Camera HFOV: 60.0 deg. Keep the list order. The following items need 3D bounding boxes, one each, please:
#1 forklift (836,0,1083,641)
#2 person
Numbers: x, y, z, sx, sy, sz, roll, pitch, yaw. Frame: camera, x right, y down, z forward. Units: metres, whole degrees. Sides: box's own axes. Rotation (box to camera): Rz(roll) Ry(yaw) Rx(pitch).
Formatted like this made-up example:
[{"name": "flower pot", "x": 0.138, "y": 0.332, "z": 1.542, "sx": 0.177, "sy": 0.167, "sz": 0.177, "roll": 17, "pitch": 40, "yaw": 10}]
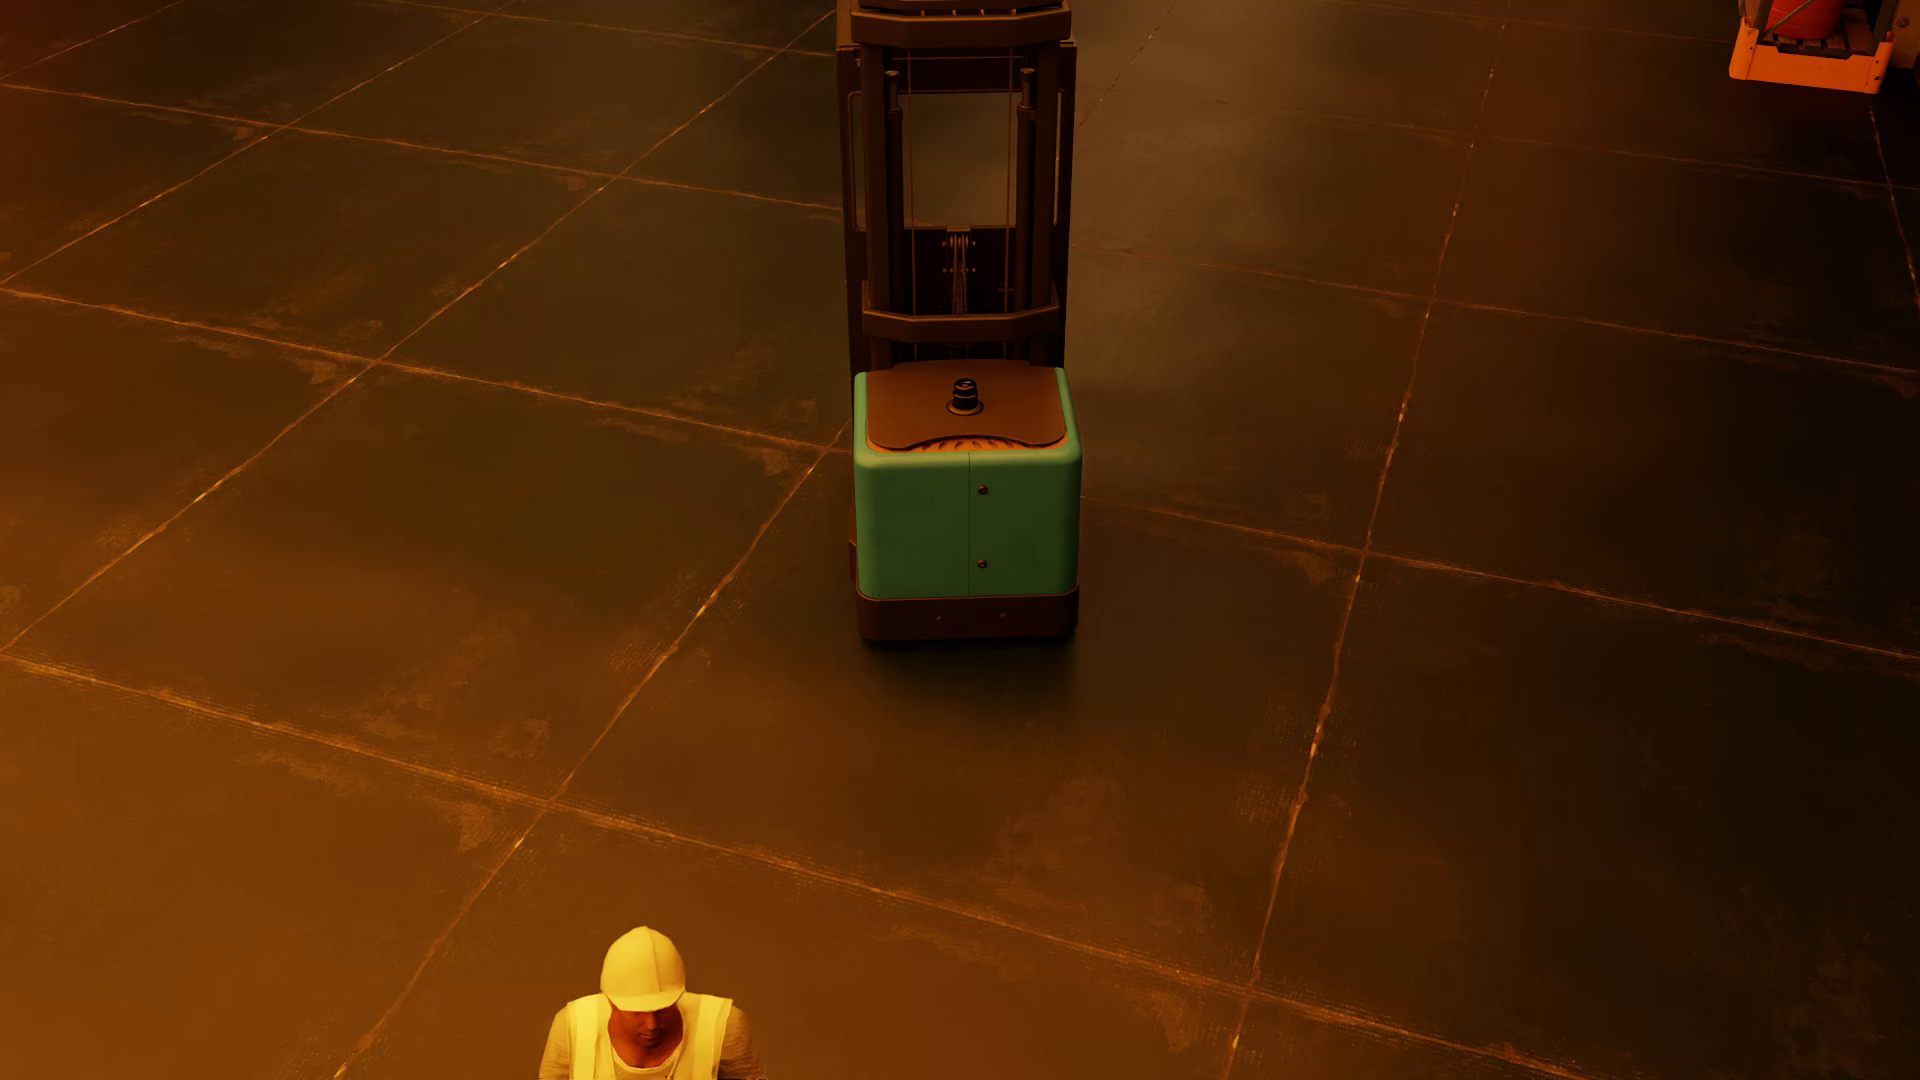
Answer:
[{"name": "forklift", "x": -0.029, "y": -1.547, "z": 8.293, "sx": 1.130, "sy": 2.935, "sz": 3.031, "roll": -2, "pitch": 35, "yaw": -2}, {"name": "person", "x": -0.829, "y": 1.807, "z": 4.555, "sx": 0.652, "sy": 1.789, "sz": 0.544, "roll": -3, "pitch": 35, "yaw": -5}]
